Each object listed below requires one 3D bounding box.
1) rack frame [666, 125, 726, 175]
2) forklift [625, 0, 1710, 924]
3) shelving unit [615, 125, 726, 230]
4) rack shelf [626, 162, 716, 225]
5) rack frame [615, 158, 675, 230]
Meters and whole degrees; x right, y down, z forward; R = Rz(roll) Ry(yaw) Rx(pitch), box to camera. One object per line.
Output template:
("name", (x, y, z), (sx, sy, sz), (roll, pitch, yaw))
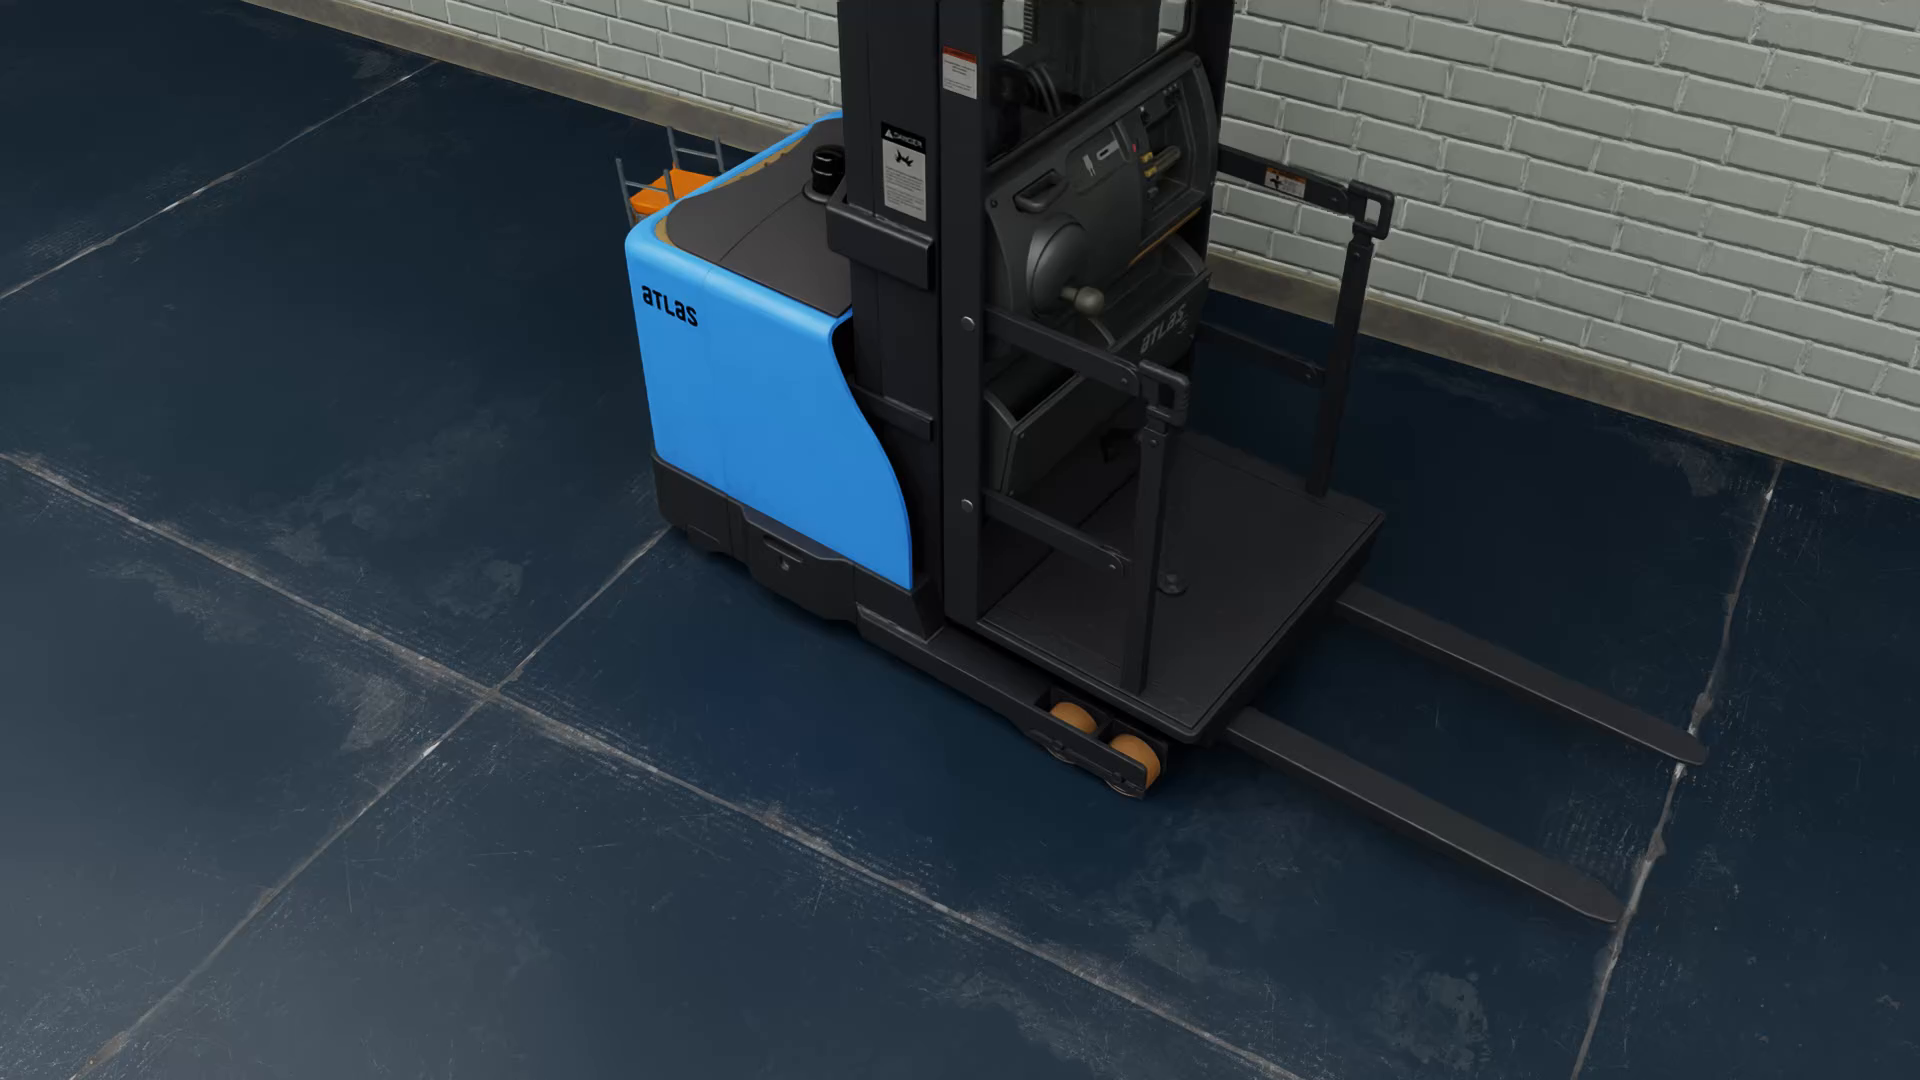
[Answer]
("rack frame", (-0.776, -0.839, 5.396), (0.200, 1.050, 0.008), (17, 44, 26))
("forklift", (0.530, -0.814, 3.957), (3.031, 2.935, 1.130), (27, 48, 27))
("shelving unit", (-0.838, -0.770, 5.317), (0.215, 1.050, 0.252), (17, 44, 26))
("rack shelf", (-0.858, -0.982, 5.147), (0.215, 0.259, 0.240), (17, 44, 26))
("rack frame", (-0.900, -0.701, 5.238), (0.200, 1.050, 0.008), (17, 44, 26))
